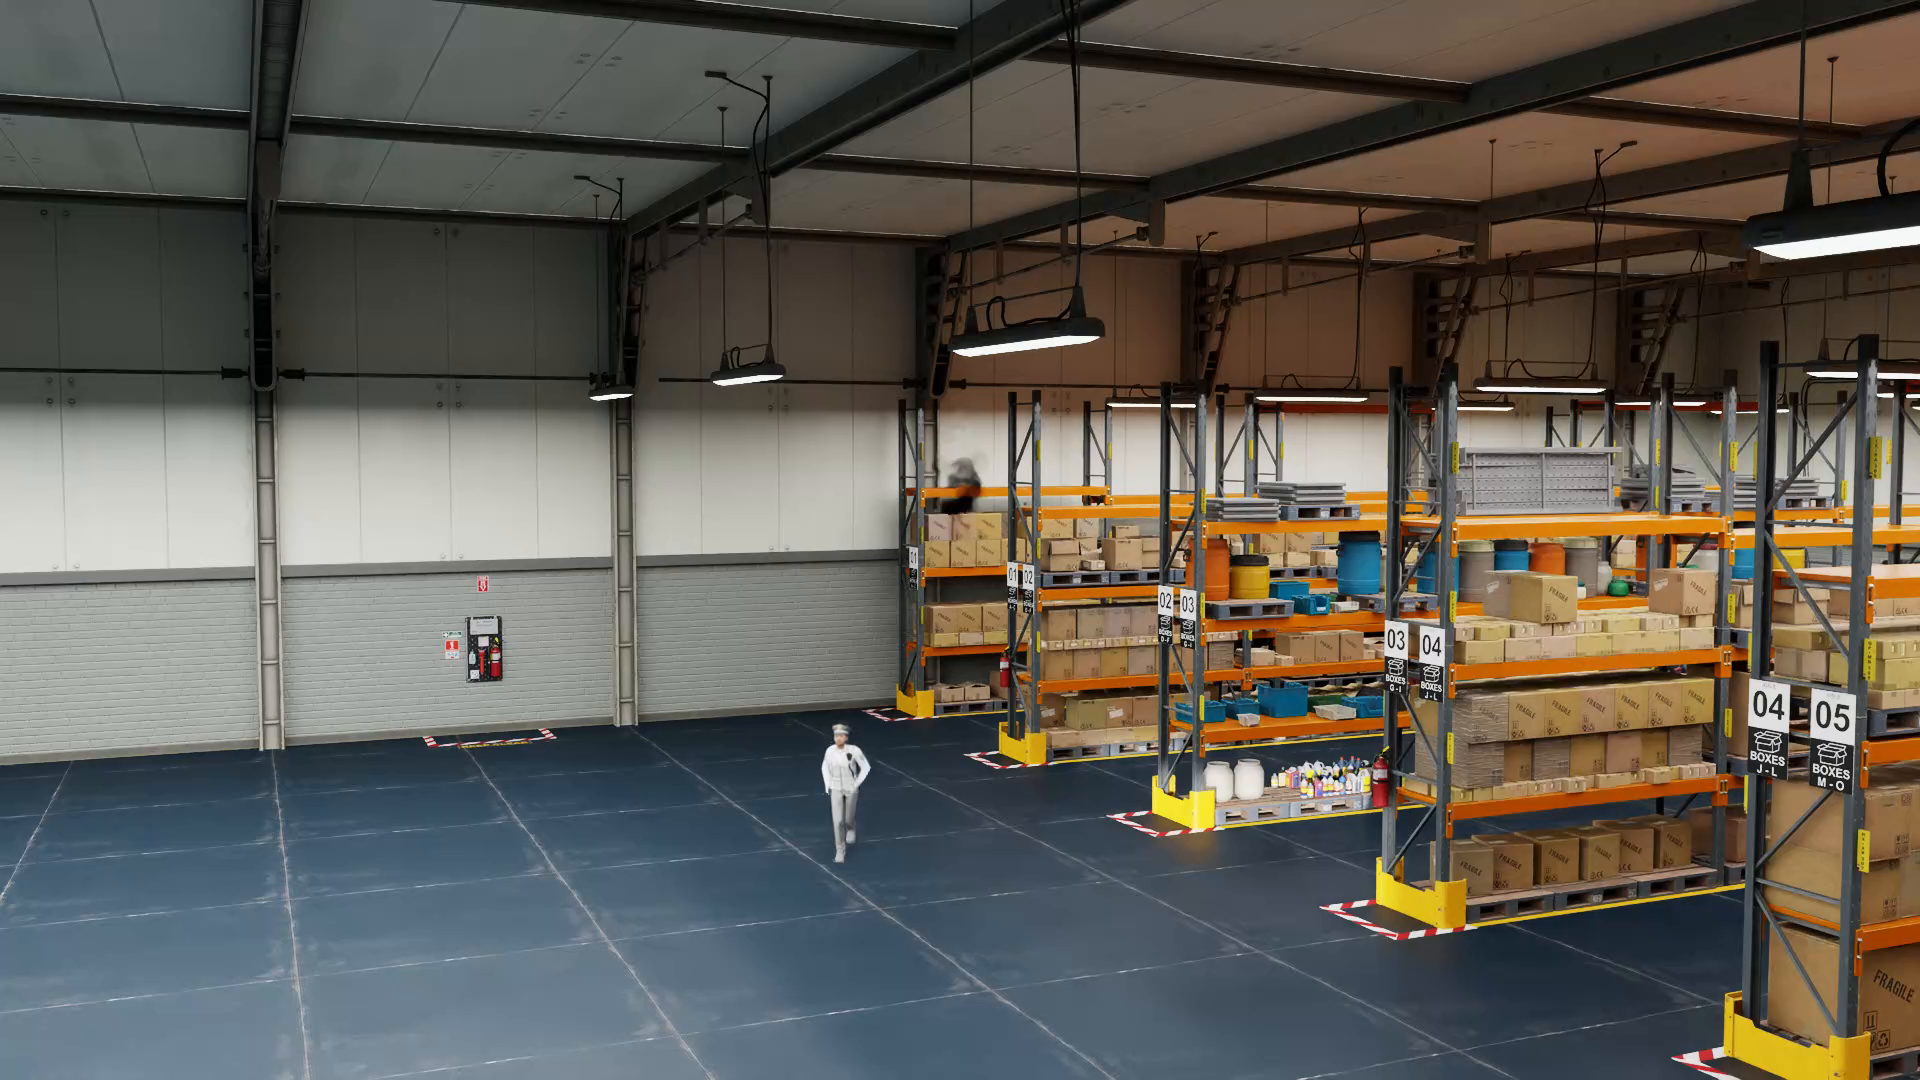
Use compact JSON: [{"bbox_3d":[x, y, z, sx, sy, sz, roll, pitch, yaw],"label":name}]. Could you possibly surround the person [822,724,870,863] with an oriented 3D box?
[{"bbox_3d":[-1.418,3.125,20.751,0.628,1.715,0.703,1,3,9],"label":"person"}]
